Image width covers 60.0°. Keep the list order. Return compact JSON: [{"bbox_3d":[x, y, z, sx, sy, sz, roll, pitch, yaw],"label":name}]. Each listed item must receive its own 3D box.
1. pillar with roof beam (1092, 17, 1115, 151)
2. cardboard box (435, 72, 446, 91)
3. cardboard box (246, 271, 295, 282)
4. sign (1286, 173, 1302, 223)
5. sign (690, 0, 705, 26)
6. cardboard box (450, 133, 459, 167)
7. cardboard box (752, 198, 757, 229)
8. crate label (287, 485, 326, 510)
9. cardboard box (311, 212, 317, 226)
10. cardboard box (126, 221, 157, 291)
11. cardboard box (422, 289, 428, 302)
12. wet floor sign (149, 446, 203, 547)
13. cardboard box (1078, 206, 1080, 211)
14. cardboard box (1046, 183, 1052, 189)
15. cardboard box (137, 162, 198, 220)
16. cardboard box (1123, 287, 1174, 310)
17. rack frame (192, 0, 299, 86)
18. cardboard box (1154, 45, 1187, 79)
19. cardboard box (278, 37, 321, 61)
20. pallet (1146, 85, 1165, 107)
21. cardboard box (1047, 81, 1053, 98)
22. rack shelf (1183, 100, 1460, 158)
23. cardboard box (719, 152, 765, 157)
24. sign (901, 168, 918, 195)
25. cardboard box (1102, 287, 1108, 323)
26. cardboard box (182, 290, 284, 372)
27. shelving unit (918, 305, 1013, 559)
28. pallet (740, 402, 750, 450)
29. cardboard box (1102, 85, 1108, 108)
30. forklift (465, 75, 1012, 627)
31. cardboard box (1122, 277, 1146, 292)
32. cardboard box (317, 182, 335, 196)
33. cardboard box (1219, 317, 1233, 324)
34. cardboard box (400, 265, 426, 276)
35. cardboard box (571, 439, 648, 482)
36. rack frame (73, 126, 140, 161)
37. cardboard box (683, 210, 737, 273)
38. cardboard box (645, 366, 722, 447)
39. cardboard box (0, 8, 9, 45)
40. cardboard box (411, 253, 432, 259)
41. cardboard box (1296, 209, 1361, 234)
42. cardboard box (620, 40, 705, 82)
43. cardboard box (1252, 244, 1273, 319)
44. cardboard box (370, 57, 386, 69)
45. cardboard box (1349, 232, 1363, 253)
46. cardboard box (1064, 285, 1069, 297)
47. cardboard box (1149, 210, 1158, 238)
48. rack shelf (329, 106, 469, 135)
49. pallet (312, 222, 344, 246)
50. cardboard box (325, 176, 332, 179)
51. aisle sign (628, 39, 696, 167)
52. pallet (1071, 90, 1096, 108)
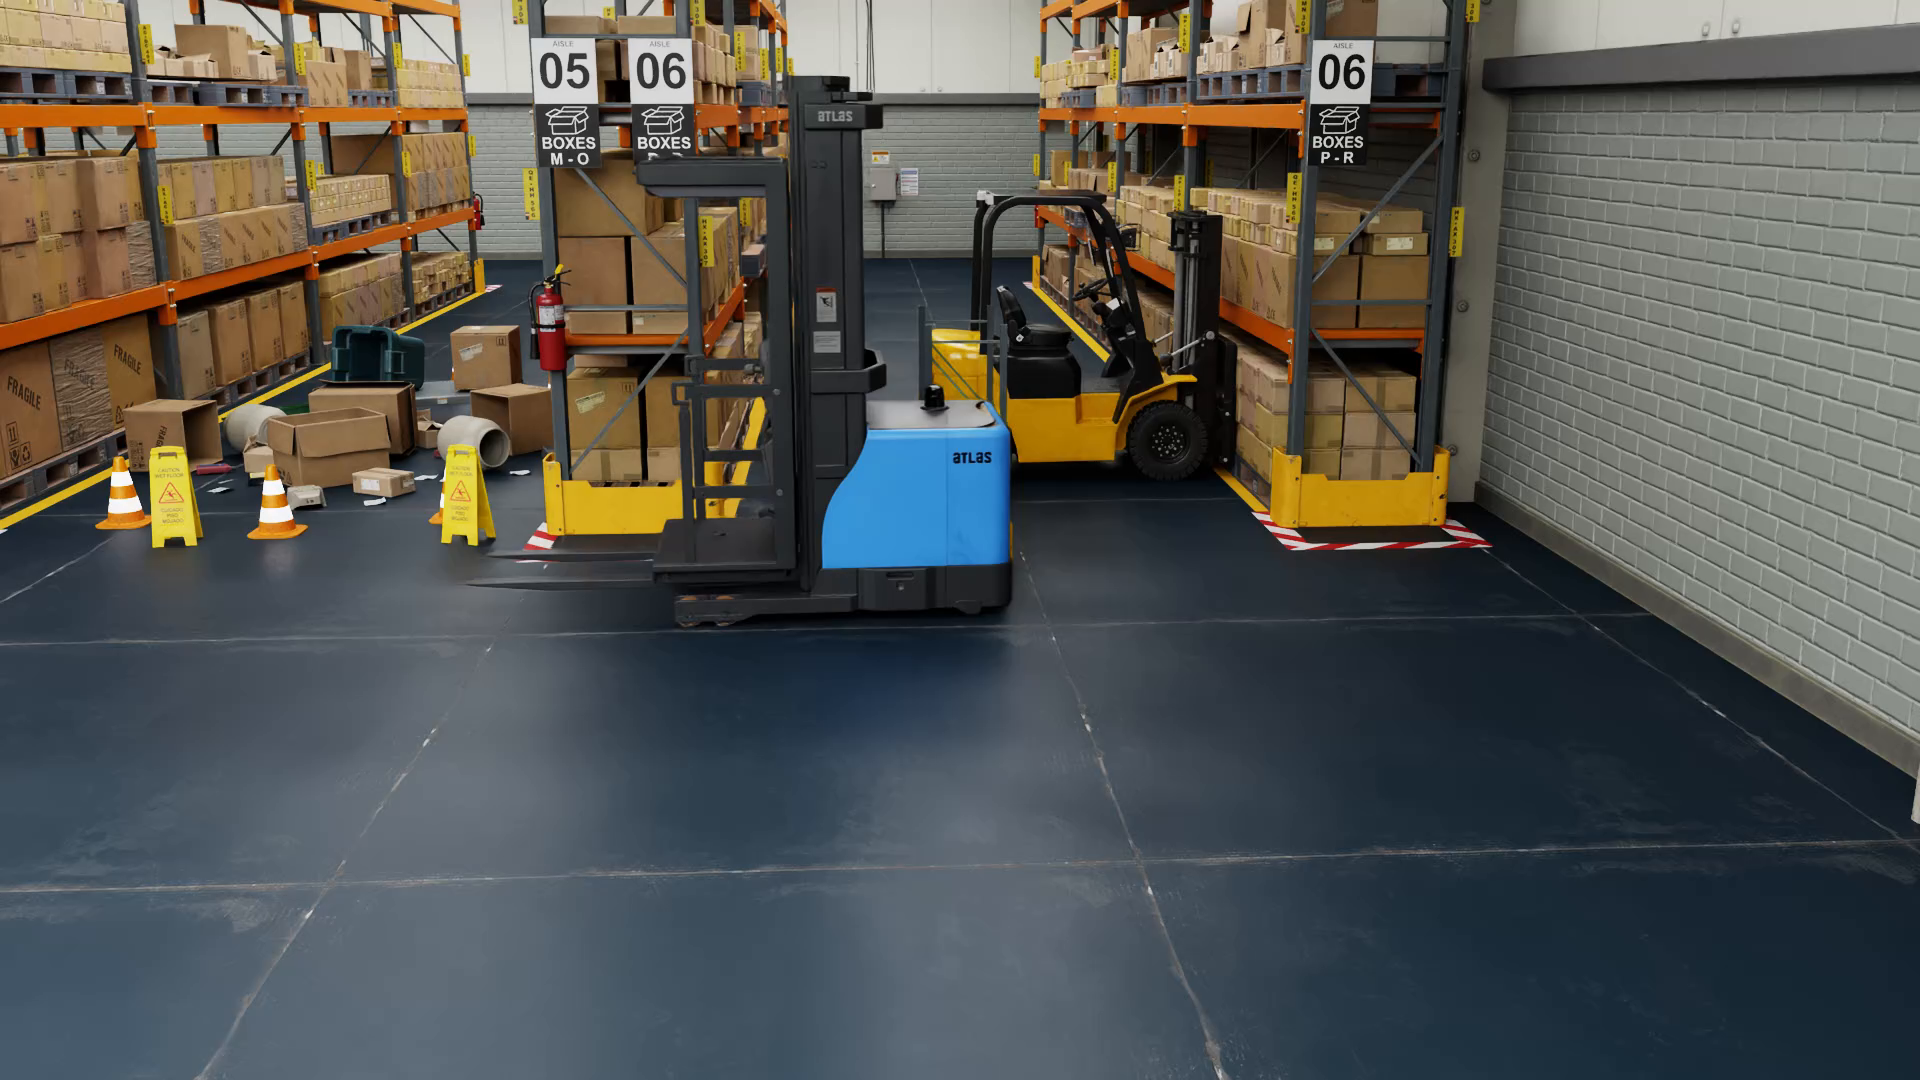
[{"bbox_3d":[-1.799,-9.096,28.319,9.100,9.000,0.400,-1,14,-3],"label":"pillar with roof beam"},{"bbox_3d":[-7.779,-6.650,24.132,0.500,0.250,0.500,-1,14,-3],"label":"cardboard box"},{"bbox_3d":[-7.932,-2.926,19.047,0.500,0.250,0.500,-1,14,-5],"label":"cardboard box"},{"bbox_3d":[2.214,-2.264,11.006,0.100,0.325,0.005,-1,14,-3],"label":"sign"},{"bbox_3d":[-1.656,-3.400,10.448,0.100,0.325,0.005,-1,14,-3],"label":"sign"},{"bbox_3d":[-7.815,-5.834,24.877,0.500,0.500,0.500,-1,14,-5],"label":"cardboard box"},{"bbox_3d":[-2.237,-3.275,16.095,0.500,0.500,0.500,-1,14,-4],"label":"cardboard box"},{"bbox_3d":[-4.709,-0.309,11.954,0.250,0.136,0.298,-9,17,-32],"label":"crate label"},{"bbox_3d":[-7.454,-3.600,18.659,0.380,0.149,0.250,-1,14,-4],"label":"cardboard box"},{"bbox_3d":[-7.345,-2.390,13.995,0.875,0.550,0.550,-1,14,-3],"label":"cardboard box"},{"bbox_3d":[-7.594,-3.383,23.033,0.380,0.149,0.250,0,14,-2],"label":"cardboard box"},{"bbox_3d":[-5.154,-0.297,10.887,0.267,0.644,0.232,-3,15,-13],"label":"wet floor sign"},{"bbox_3d":[1.716,-4.365,21.397,0.396,0.266,0.258,0,14,-1],"label":"cardboard box"},{"bbox_3d":[1.590,-5.276,25.214,0.500,0.250,0.500,-1,14,-4],"label":"cardboard box"},{"bbox_3d":[-7.450,-3.193,15.209,0.700,0.500,0.500,-1,14,-4],"label":"cardboard box"},{"bbox_3d":[2.285,-2.481,18.572,0.875,0.625,0.625,0,14,-2],"label":"cardboard box"},{"bbox_3d":[-7.628,-6.309,17.488,1.000,3.000,0.127,-1,14,-3],"label":"rack frame"},{"bbox_3d":[2.173,-4.617,16.065,0.500,0.311,0.500,-1,14,-5],"label":"cardboard box"},{"bbox_3d":[-7.410,-5.509,18.660,0.396,0.266,0.258,-1,14,-3],"label":"cardboard box"},{"bbox_3d":[2.464,-4.499,16.850,1.003,0.211,1.213,0,14,-1],"label":"pallet"},{"bbox_3d":[1.591,-6.728,24.842,0.500,0.250,0.500,-1,14,-5],"label":"cardboard box"},{"bbox_3d":[2.632,-3.195,12.848,1.077,0.370,4.000,-1,14,-3],"label":"rack shelf"},{"bbox_3d":[-2.480,-4.164,18.985,0.500,0.500,0.500,-1,14,-5],"label":"cardboard box"},{"bbox_3d":[-0.976,-6.906,32.039,0.329,0.494,0.001,-1,14,-3],"label":"sign"},{"bbox_3d":[1.999,-2.802,20.071,0.500,0.500,0.500,-1,14,-4],"label":"cardboard box"},{"bbox_3d":[-7.622,-2.147,17.025,1.050,0.750,0.750,-1,14,-3],"label":"cardboard box"},{"bbox_3d":[0.005,-0.707,10.766,0.587,1.500,1.083,-1,14,-3],"label":"shelving unit"},{"bbox_3d":[-2.369,-0.994,14.464,1.003,0.211,1.213,-1,14,-3],"label":"pallet"},{"bbox_3d":[1.954,-5.212,19.544,0.500,0.250,0.500,-1,14,-3],"label":"cardboard box"},{"bbox_3d":[-1.257,-1.077,9.330,3.031,2.935,1.130,-1,14,-5],"label":"forklift"},{"bbox_3d":[1.977,-3.009,19.572,0.380,0.149,0.250,-2,15,-6],"label":"cardboard box"},{"bbox_3d":[-7.509,-4.085,19.352,0.380,0.149,0.250,-1,15,-6],"label":"cardboard box"},{"bbox_3d":[2.225,-1.819,14.745,0.500,0.250,0.500,-1,14,-4],"label":"cardboard box"},{"bbox_3d":[-7.752,-3.794,23.438,0.380,0.149,0.250,-1,14,-5],"label":"cardboard box"},{"bbox_3d":[-2.518,-0.590,11.976,0.500,0.250,0.500,-1,14,-4],"label":"cardboard box"},{"bbox_3d":[-13.080,-5.342,25.769,1.000,3.000,0.127,-1,14,-3],"label":"rack frame"},{"bbox_3d":[-2.131,-2.468,13.803,0.500,0.500,0.500,0,14,-2],"label":"cardboard box"},{"bbox_3d":[-1.974,-0.961,11.914,0.500,0.500,0.500,-1,14,-5],"label":"cardboard box"},{"bbox_3d":[-6.970,-3.566,11.506,0.500,0.250,0.500,-1,14,-4],"label":"cardboard box"},{"bbox_3d":[-8.293,-4.302,25.411,0.380,0.149,0.250,-1,14,-2],"label":"cardboard box"},{"bbox_3d":[2.524,-2.186,11.402,0.380,0.149,0.250,-1,14,-3],"label":"cardboard box"},{"bbox_3d":[-1.963,-3.169,11.008,0.500,0.250,0.500,-1,14,-4],"label":"cardboard box"},{"bbox_3d":[2.441,-1.889,12.149,0.500,0.500,0.500,0,14,-2],"label":"cardboard box"},{"bbox_3d":[-7.652,-6.290,21.931,0.380,0.149,0.250,-1,14,-4],"label":"cardboard box"},{"bbox_3d":[2.915,-2.105,11.684,0.380,0.149,0.250,-1,14,-3],"label":"cardboard box"},{"bbox_3d":[1.685,-3.534,23.622,0.380,0.149,0.250,-1,14,-5],"label":"cardboard box"},{"bbox_3d":[2.158,-3.131,16.473,0.500,0.250,0.500,-1,14,-2],"label":"cardboard box"},{"bbox_3d":[-8.000,-6.000,23.751,1.077,0.370,4.000,-1,14,-3],"label":"rack shelf"},{"bbox_3d":[-7.778,-3.486,18.942,1.213,0.211,1.003,-1,14,-3],"label":"pallet"},{"bbox_3d":[-8.287,-4.594,21.329,0.380,0.149,0.250,0,14,-2],"label":"cardboard box"},{"bbox_3d":[-1.885,-2.764,10.532,0.394,0.787,0.004,-1,14,-3],"label":"aisle sign"},{"bbox_3d":[2.050,-5.518,20.811,1.213,0.211,1.003,-1,14,-3],"label":"pallet"}]
